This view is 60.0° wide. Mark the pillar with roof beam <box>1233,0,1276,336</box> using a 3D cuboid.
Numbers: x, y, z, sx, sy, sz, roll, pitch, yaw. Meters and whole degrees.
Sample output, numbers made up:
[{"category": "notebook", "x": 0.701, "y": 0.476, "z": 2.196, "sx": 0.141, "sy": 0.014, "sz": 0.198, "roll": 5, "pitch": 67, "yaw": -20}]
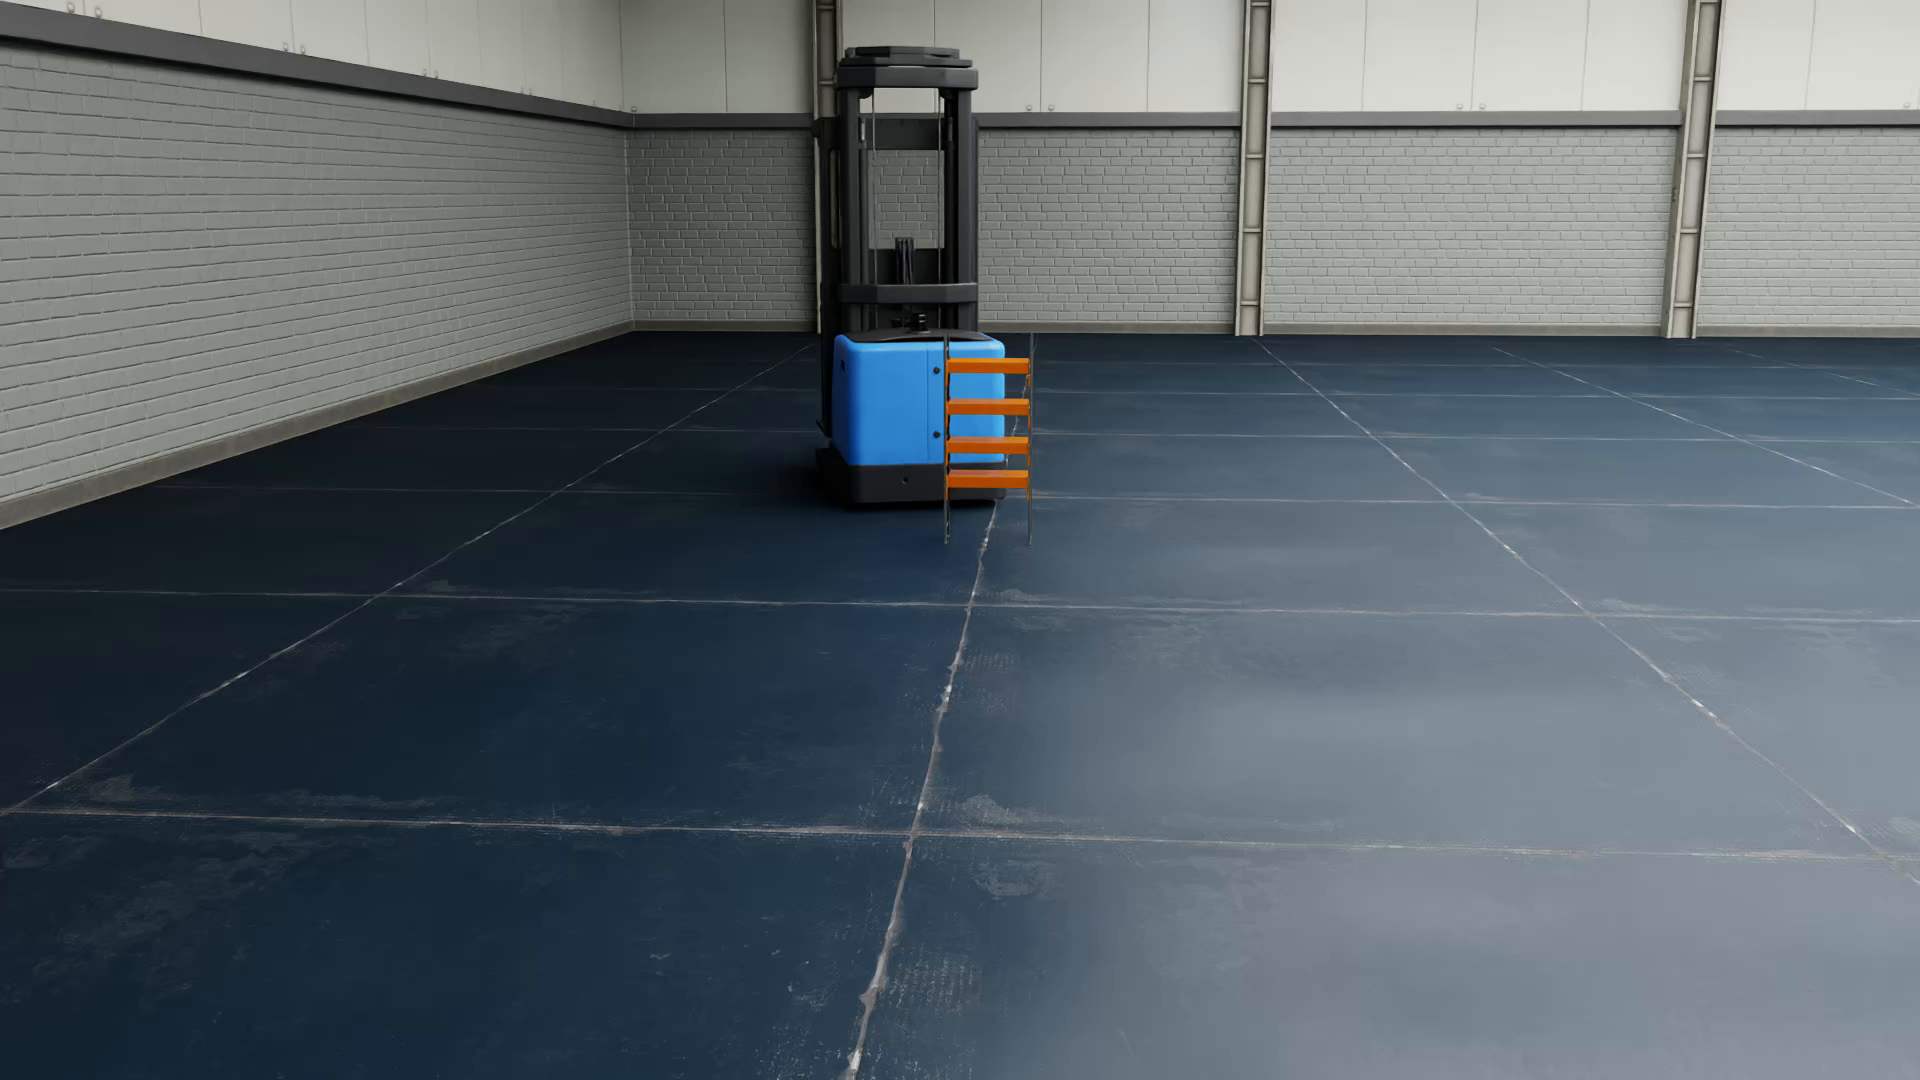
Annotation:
[{"category": "pillar with roof beam", "x": 3.839, "y": -6.467, "z": 18.704, "sx": 0.400, "sy": 9.000, "sz": 9.100, "roll": 1, "pitch": 12, "yaw": 4}]

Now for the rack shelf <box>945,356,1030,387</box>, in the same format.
[{"category": "rack shelf", "x": 0.165, "y": -0.970, "z": 9.554, "sx": 0.480, "sy": 0.148, "sz": 0.258, "roll": 1, "pitch": 12, "yaw": 4}]

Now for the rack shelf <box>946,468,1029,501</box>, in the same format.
[{"category": "rack shelf", "x": 0.165, "y": -0.325, "z": 9.689, "sx": 0.480, "sy": 0.148, "sz": 0.258, "roll": 1, "pitch": 12, "yaw": 4}]

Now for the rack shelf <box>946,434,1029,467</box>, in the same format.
[{"category": "rack shelf", "x": 0.165, "y": -0.519, "z": 9.648, "sx": 0.480, "sy": 0.148, "sz": 0.258, "roll": 1, "pitch": 12, "yaw": 4}]

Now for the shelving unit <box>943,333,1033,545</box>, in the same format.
[{"category": "shelving unit", "x": 0.165, "y": -0.585, "z": 9.634, "sx": 0.503, "sy": 1.200, "sz": 0.258, "roll": 1, "pitch": 12, "yaw": 4}]

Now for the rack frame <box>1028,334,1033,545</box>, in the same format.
[{"category": "rack frame", "x": 0.409, "y": -0.582, "z": 9.618, "sx": 0.015, "sy": 1.200, "sz": 0.240, "roll": 1, "pitch": 12, "yaw": 4}]

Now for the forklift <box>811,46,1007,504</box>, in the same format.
[{"category": "forklift", "x": -0.457, "y": -1.918, "z": 11.780, "sx": 1.130, "sy": 2.935, "sz": 3.031, "roll": -2, "pitch": 12, "yaw": -10}]

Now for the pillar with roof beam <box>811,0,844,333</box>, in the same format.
[{"category": "pillar with roof beam", "x": -2.147, "y": -6.549, "z": 19.097, "sx": 0.400, "sy": 9.000, "sz": 9.100, "roll": 1, "pitch": 12, "yaw": 4}]

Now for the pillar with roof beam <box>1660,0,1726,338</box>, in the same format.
[{"category": "pillar with roof beam", "x": 9.826, "y": -6.385, "z": 18.312, "sx": 0.400, "sy": 9.000, "sz": 9.100, "roll": 1, "pitch": 12, "yaw": 4}]

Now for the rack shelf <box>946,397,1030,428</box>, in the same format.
[{"category": "rack shelf", "x": 0.165, "y": -0.738, "z": 9.602, "sx": 0.480, "sy": 0.148, "sz": 0.258, "roll": 1, "pitch": 12, "yaw": 4}]

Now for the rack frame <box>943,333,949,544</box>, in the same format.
[{"category": "rack frame", "x": -0.078, "y": -0.588, "z": 9.650, "sx": 0.015, "sy": 1.200, "sz": 0.240, "roll": 1, "pitch": 12, "yaw": 4}]
